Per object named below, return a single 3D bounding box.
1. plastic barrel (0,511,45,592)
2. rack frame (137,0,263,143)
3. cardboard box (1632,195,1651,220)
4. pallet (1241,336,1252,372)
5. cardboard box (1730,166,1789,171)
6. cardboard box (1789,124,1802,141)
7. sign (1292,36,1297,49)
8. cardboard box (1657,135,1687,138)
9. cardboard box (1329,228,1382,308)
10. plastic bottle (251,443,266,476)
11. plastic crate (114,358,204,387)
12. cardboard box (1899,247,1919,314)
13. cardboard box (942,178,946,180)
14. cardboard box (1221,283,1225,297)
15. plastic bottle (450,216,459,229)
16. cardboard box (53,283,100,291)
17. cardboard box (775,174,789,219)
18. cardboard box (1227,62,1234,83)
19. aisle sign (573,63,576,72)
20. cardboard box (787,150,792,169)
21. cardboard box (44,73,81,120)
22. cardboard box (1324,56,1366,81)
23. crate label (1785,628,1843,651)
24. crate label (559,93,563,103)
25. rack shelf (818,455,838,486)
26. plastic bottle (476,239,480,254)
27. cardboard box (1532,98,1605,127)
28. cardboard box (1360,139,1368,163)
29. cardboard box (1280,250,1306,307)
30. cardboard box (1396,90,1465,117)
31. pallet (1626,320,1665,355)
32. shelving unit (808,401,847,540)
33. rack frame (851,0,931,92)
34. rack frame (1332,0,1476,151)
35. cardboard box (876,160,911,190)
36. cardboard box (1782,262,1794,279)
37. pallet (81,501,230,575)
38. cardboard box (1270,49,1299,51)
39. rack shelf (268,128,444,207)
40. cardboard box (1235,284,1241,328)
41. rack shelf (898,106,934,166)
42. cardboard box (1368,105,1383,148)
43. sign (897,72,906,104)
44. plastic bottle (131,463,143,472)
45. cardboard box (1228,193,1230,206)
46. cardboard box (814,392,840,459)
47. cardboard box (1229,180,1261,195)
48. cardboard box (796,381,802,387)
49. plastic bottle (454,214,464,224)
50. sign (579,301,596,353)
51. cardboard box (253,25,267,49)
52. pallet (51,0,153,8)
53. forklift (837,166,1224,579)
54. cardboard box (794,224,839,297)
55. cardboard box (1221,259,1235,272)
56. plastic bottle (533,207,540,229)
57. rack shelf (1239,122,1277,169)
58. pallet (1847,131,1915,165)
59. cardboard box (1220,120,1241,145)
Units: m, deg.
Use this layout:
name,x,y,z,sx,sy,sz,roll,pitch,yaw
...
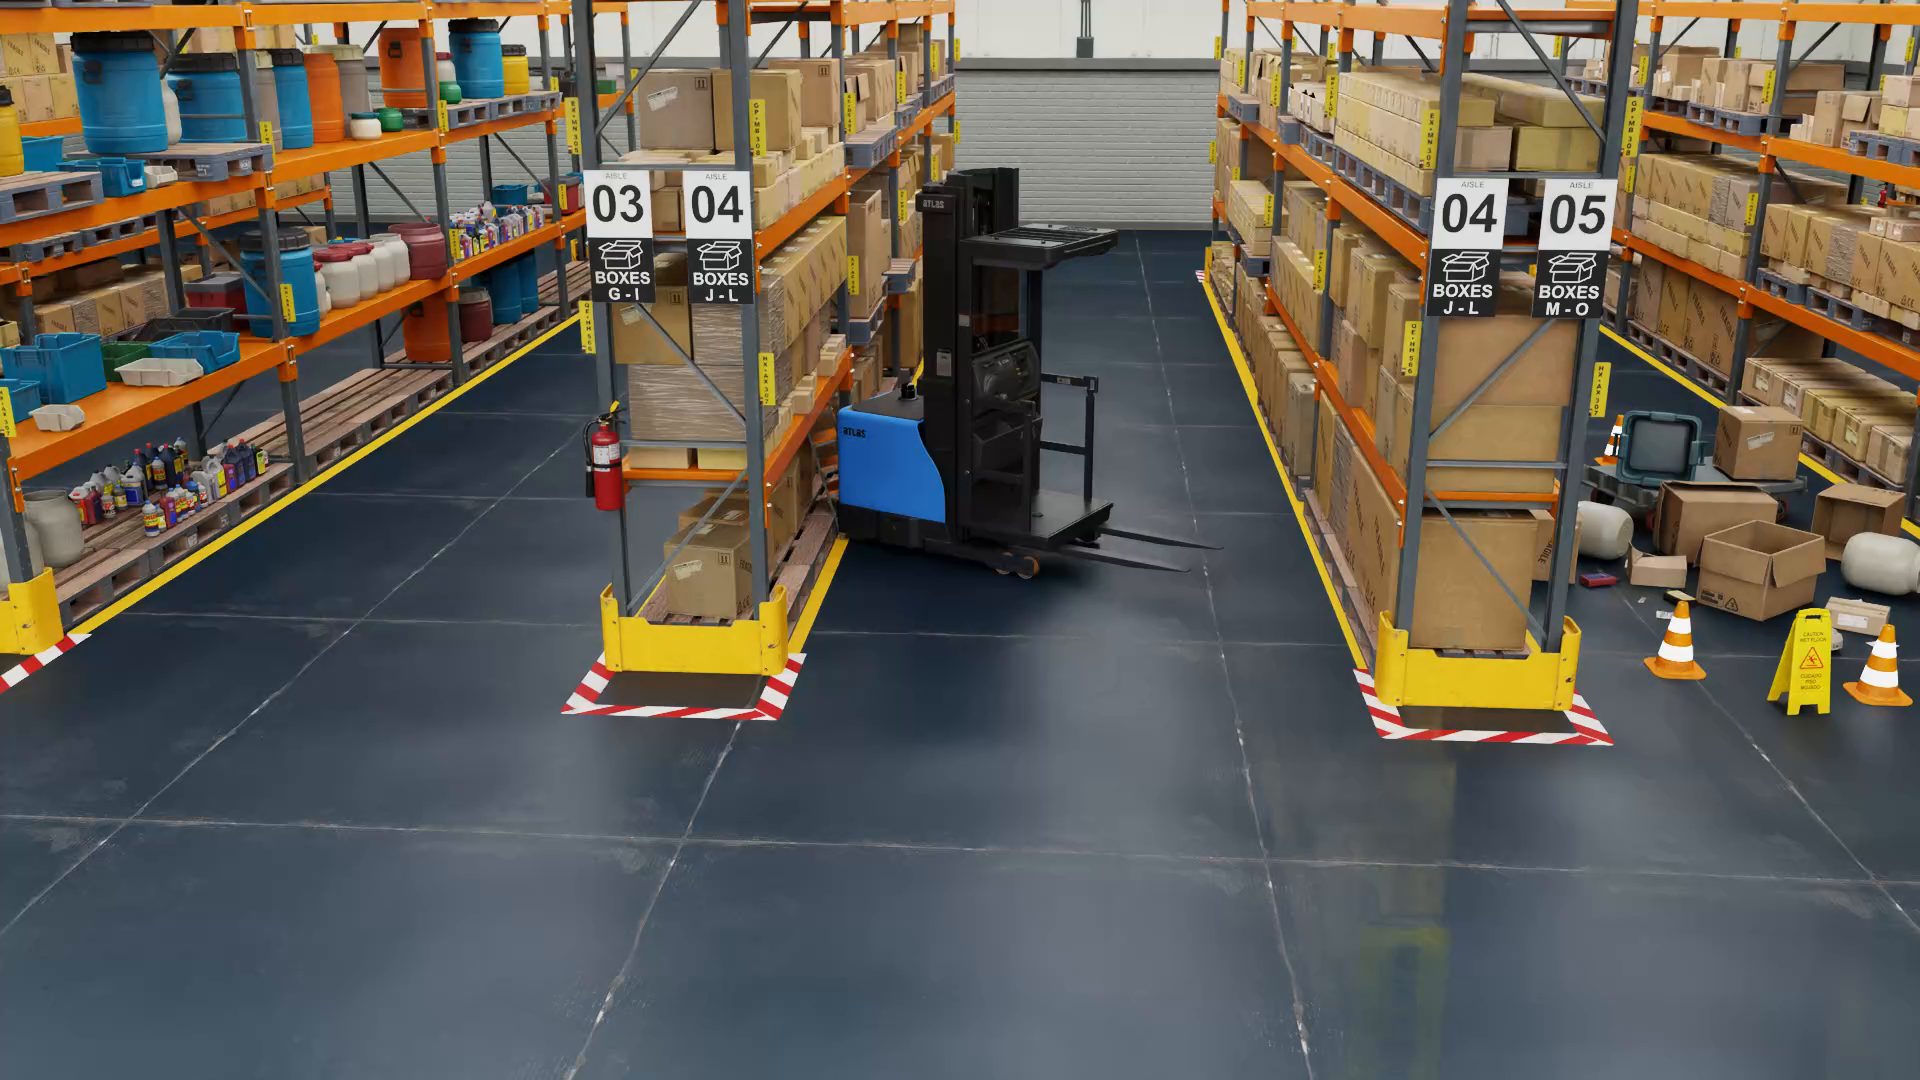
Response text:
name,x,y,z,sx,sy,sz,roll,pitch,yaw
plastic barrel,-6.703,0.075,11.698,0.421,0.512,0.421,0,18,0
rack frame,-6.387,-4.795,13.604,1.000,3.000,0.127,1,18,4
cardboard box,8.699,-4.133,20.656,0.500,0.250,0.500,1,18,2
pallet,3.928,-2.229,19.886,1.003,0.211,1.213,1,18,4
cardboard box,9.122,-3.996,19.035,0.500,0.500,0.500,2,18,5
cardboard box,8.533,-4.066,16.602,0.380,0.149,0.250,1,18,4
sign,4.906,-7.246,24.479,0.100,0.325,0.005,1,18,4
cardboard box,9.272,-5.180,21.607,0.380,0.149,0.250,1,18,3
cardboard box,3.433,-2.162,13.228,0.875,0.550,0.550,1,18,4
plastic bottle,-6.092,-0.705,14.414,0.061,0.283,0.133,2,18,7
plastic crate,-6.251,-1.309,13.023,0.530,0.136,0.437,1,18,4
cardboard box,8.242,-2.149,13.852,0.500,0.500,0.500,1,18,3
cardboard box,-0.463,-4.996,23.617,0.500,0.250,0.500,1,18,4
cardboard box,3.829,-3.471,23.104,0.380,0.149,0.250,1,18,4
plastic bottle,-6.310,-3.875,20.630,0.152,0.276,0.135,1,18,4
cardboard box,-11.139,-2.939,20.882,0.500,0.500,0.500,1,18,2
cardboard box,-1.410,-2.249,10.894,0.500,0.250,0.500,1,18,3
cardboard box,3.944,-6.403,22.769,0.500,0.250,0.500,1,18,2
aisle sign,-5.818,-6.935,25.596,0.394,0.787,0.004,1,18,4
cardboard box,-1.356,-2.618,11.379,0.380,0.149,0.250,0,18,1
cardboard box,-10.969,-5.227,19.580,0.910,0.500,0.500,1,18,4
cardboard box,4.121,-5.050,17.810,0.396,0.266,0.258,1,18,4
crate label,5.758,0.664,11.178,0.250,0.136,0.298,-9,20,-25
crate label,-5.490,-5.874,22.139,0.293,0.136,0.466,1,18,4
rack shelf,-1.023,-0.584,13.551,0.258,0.148,0.480,-17,13,-3
plastic bottle,-5.668,-3.439,19.422,0.097,0.201,0.097,0,18,0
cardboard box,3.548,-2.477,9.637,0.380,0.149,0.250,1,18,5
cardboard box,3.039,-2.743,11.729,0.380,0.149,0.250,1,18,4
cardboard box,3.408,-2.533,16.176,0.500,0.500,0.500,1,18,4
cardboard box,2.947,-2.731,10.410,0.380,0.149,0.250,2,18,5
pallet,9.031,-2.530,20.806,1.003,0.211,1.213,1,18,4
shelving unit,-1.042,-0.647,13.536,0.258,1.200,0.503,-17,13,-3
rack frame,-0.873,-7.169,20.849,1.000,3.000,0.127,1,18,4
rack frame,3.493,-4.542,12.833,1.000,3.000,0.127,1,18,4
cardboard box,-1.000,-4.237,19.766,0.797,0.503,0.637,2,18,6
cardboard box,8.397,-2.667,16.473,0.380,0.149,0.250,0,18,0
pallet,-6.561,-0.031,13.179,1.003,0.211,1.213,1,18,4
cardboard box,4.579,-6.851,23.494,0.380,0.149,0.250,2,18,5
rack shelf,-6.243,-3.649,16.079,1.077,0.370,4.000,1,18,4
cardboard box,3.749,-2.964,20.991,0.500,0.500,0.500,2,18,6
rack shelf,-1.016,-4.780,19.533,1.077,0.370,4.000,1,18,4
cardboard box,3.073,-2.818,11.315,0.500,0.250,0.500,1,18,4
sign,-0.619,-4.734,17.406,0.100,0.325,0.005,1,18,4
plastic bottle,-6.845,-0.510,13.837,0.097,0.271,0.097,0,18,0
cardboard box,3.580,-4.285,20.935,0.380,0.149,0.250,2,18,5
cardboard box,-1.381,-1.045,15.102,0.700,0.500,0.500,0,18,0
cardboard box,3.580,-4.427,20.889,0.380,0.149,0.250,2,18,7
cardboard box,-1.385,-1.099,12.364,0.380,0.149,0.250,1,18,4
plastic bottle,-6.293,-3.947,20.850,0.152,0.276,0.135,1,18,4
sign,-2.286,-1.310,10.237,0.100,0.325,0.005,1,18,4
cardboard box,-10.537,-7.260,24.177,0.700,0.500,0.500,1,18,4
pallet,-6.503,-3.878,11.753,1.003,0.211,1.213,1,18,4
forklift,0.533,-1.290,12.653,3.031,2.935,1.130,11,21,30
cardboard box,-1.239,-2.196,13.064,0.500,0.500,0.500,1,18,4
cardboard box,3.853,-3.826,23.232,0.380,0.149,0.250,1,18,2
plastic bottle,-5.490,-4.171,21.521,0.061,0.283,0.133,1,18,4
rack shelf,3.923,-4.638,19.099,1.077,0.370,4.000,1,18,4
pallet,8.660,-3.460,14.649,1.213,0.211,1.003,1,18,4
cardboard box,4.027,-5.792,24.037,0.500,0.500,0.500,2,18,6
